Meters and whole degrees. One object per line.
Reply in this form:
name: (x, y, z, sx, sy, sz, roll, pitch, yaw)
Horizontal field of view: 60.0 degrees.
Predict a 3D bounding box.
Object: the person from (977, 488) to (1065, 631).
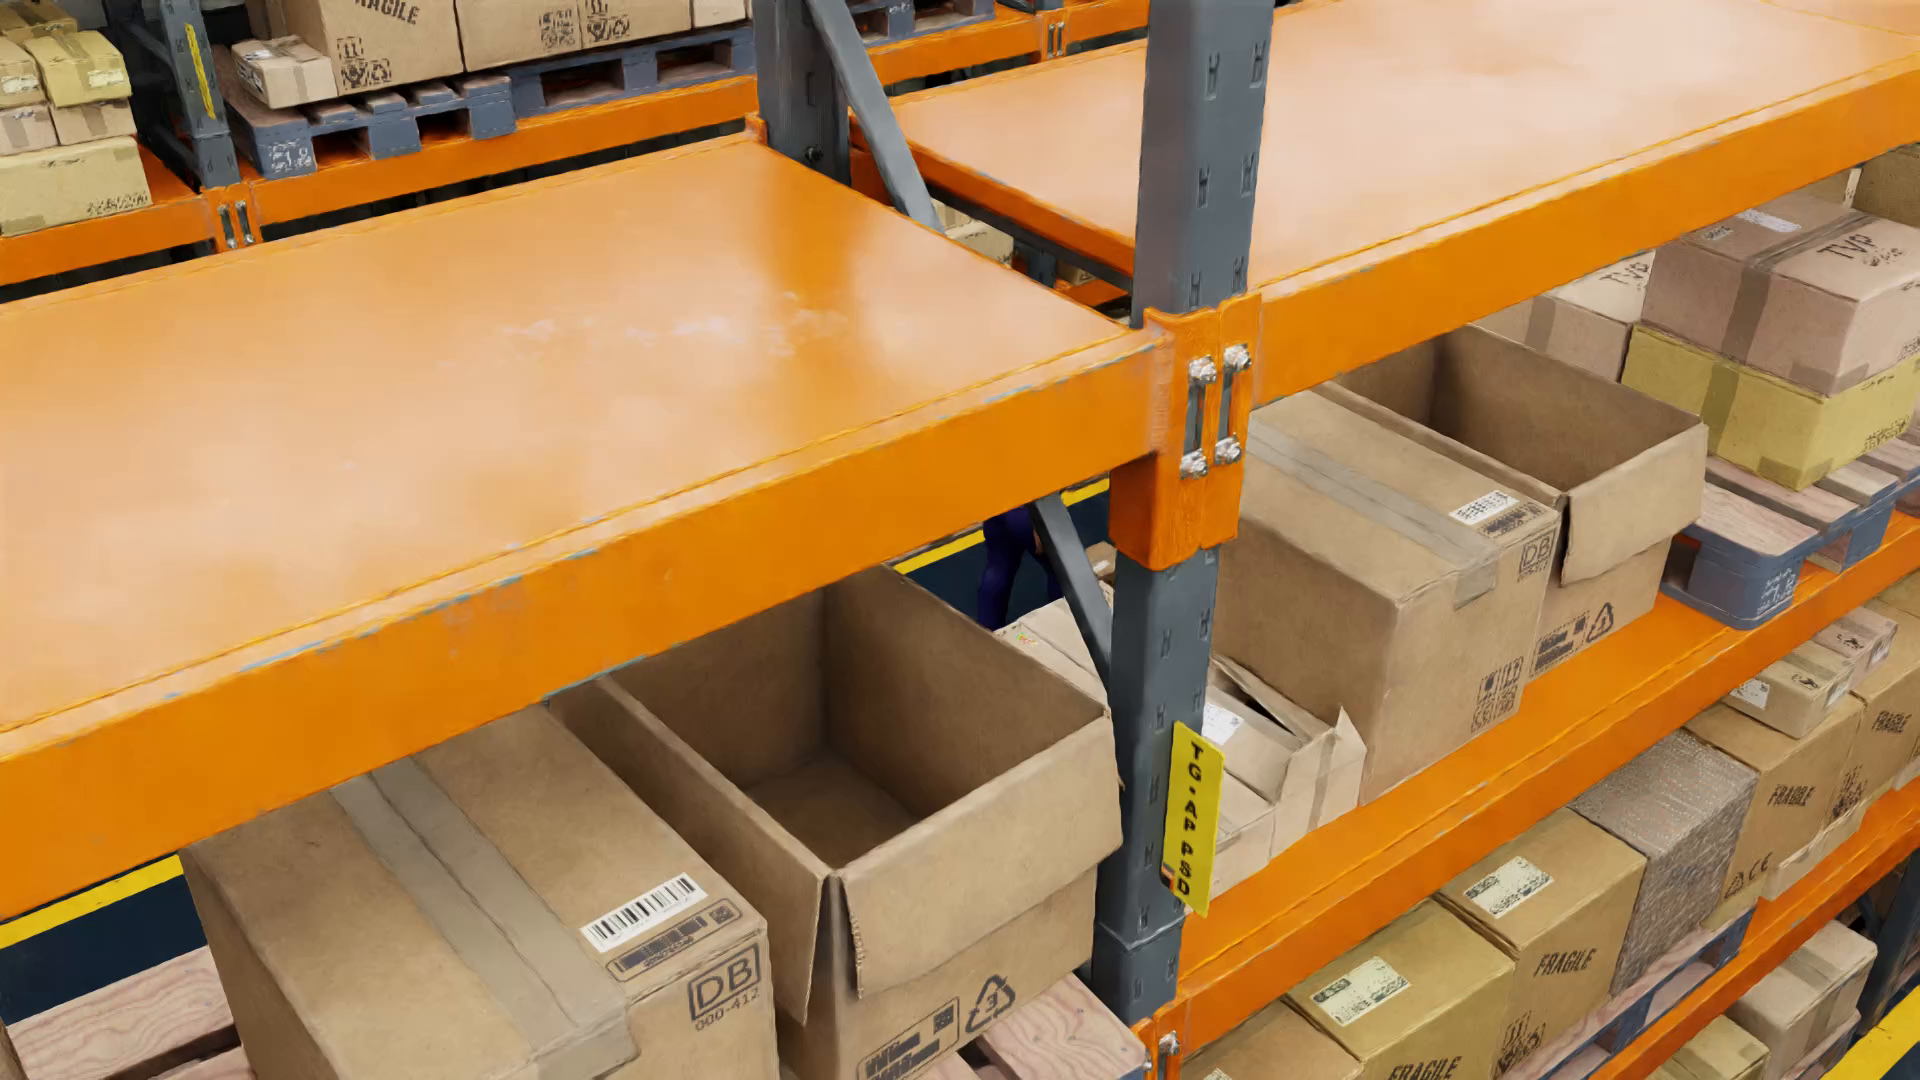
person: (0.403, -0.189, 8.115, 0.694, 1.619, 0.483, -21, 38, -30)
